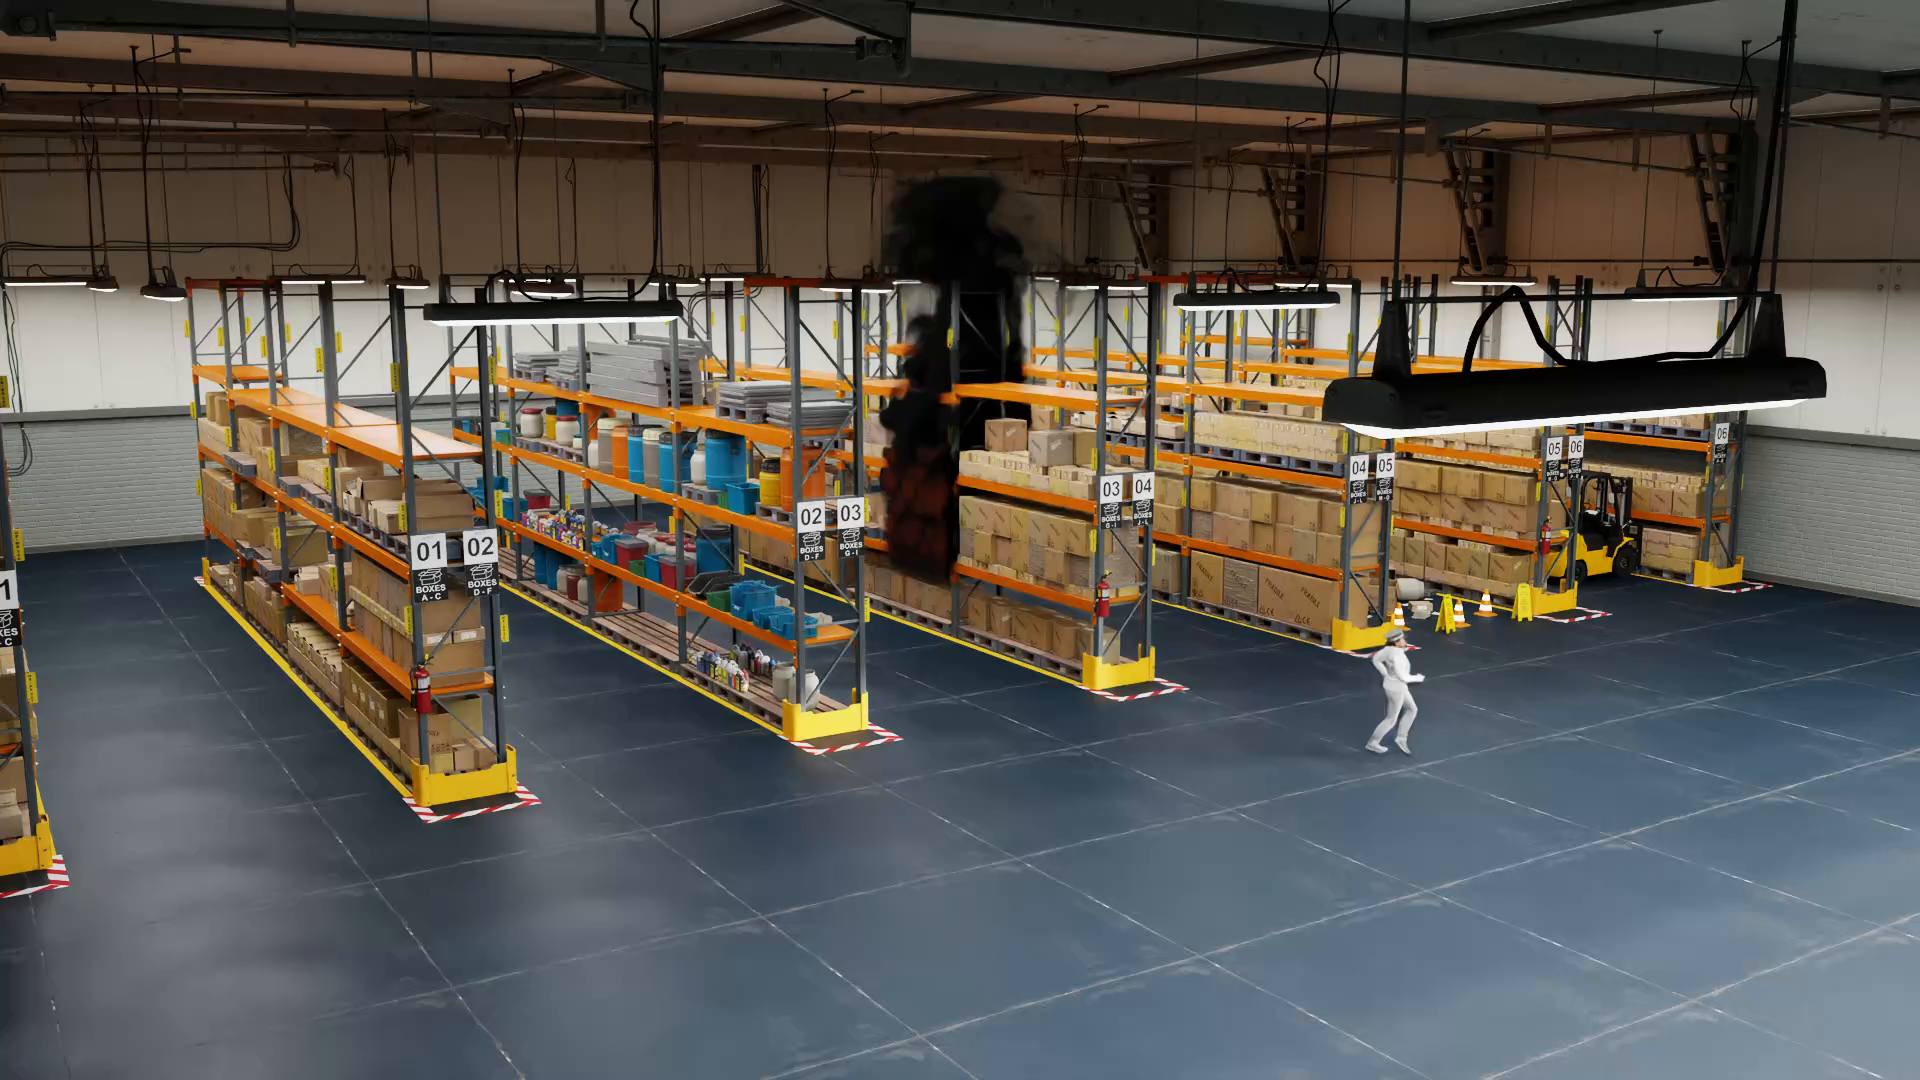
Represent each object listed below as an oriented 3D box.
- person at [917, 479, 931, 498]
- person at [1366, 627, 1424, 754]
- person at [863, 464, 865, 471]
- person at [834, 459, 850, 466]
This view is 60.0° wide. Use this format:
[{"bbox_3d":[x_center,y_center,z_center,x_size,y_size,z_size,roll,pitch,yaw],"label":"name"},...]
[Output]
[{"bbox_3d":[-0.627,-0.377,33.798,0.578,1.720,0.665,-6,11,-33],"label":"person"},{"bbox_3d":[5.614,1.952,21.457,0.706,1.711,0.618,1,10,3],"label":"person"},{"bbox_3d":[-2.473,-1.465,41.877,0.513,1.608,0.559,-9,13,-43],"label":"person"},{"bbox_3d":[-3.095,-1.415,41.629,0.705,1.661,0.821,-4,10,-21],"label":"person"}]
